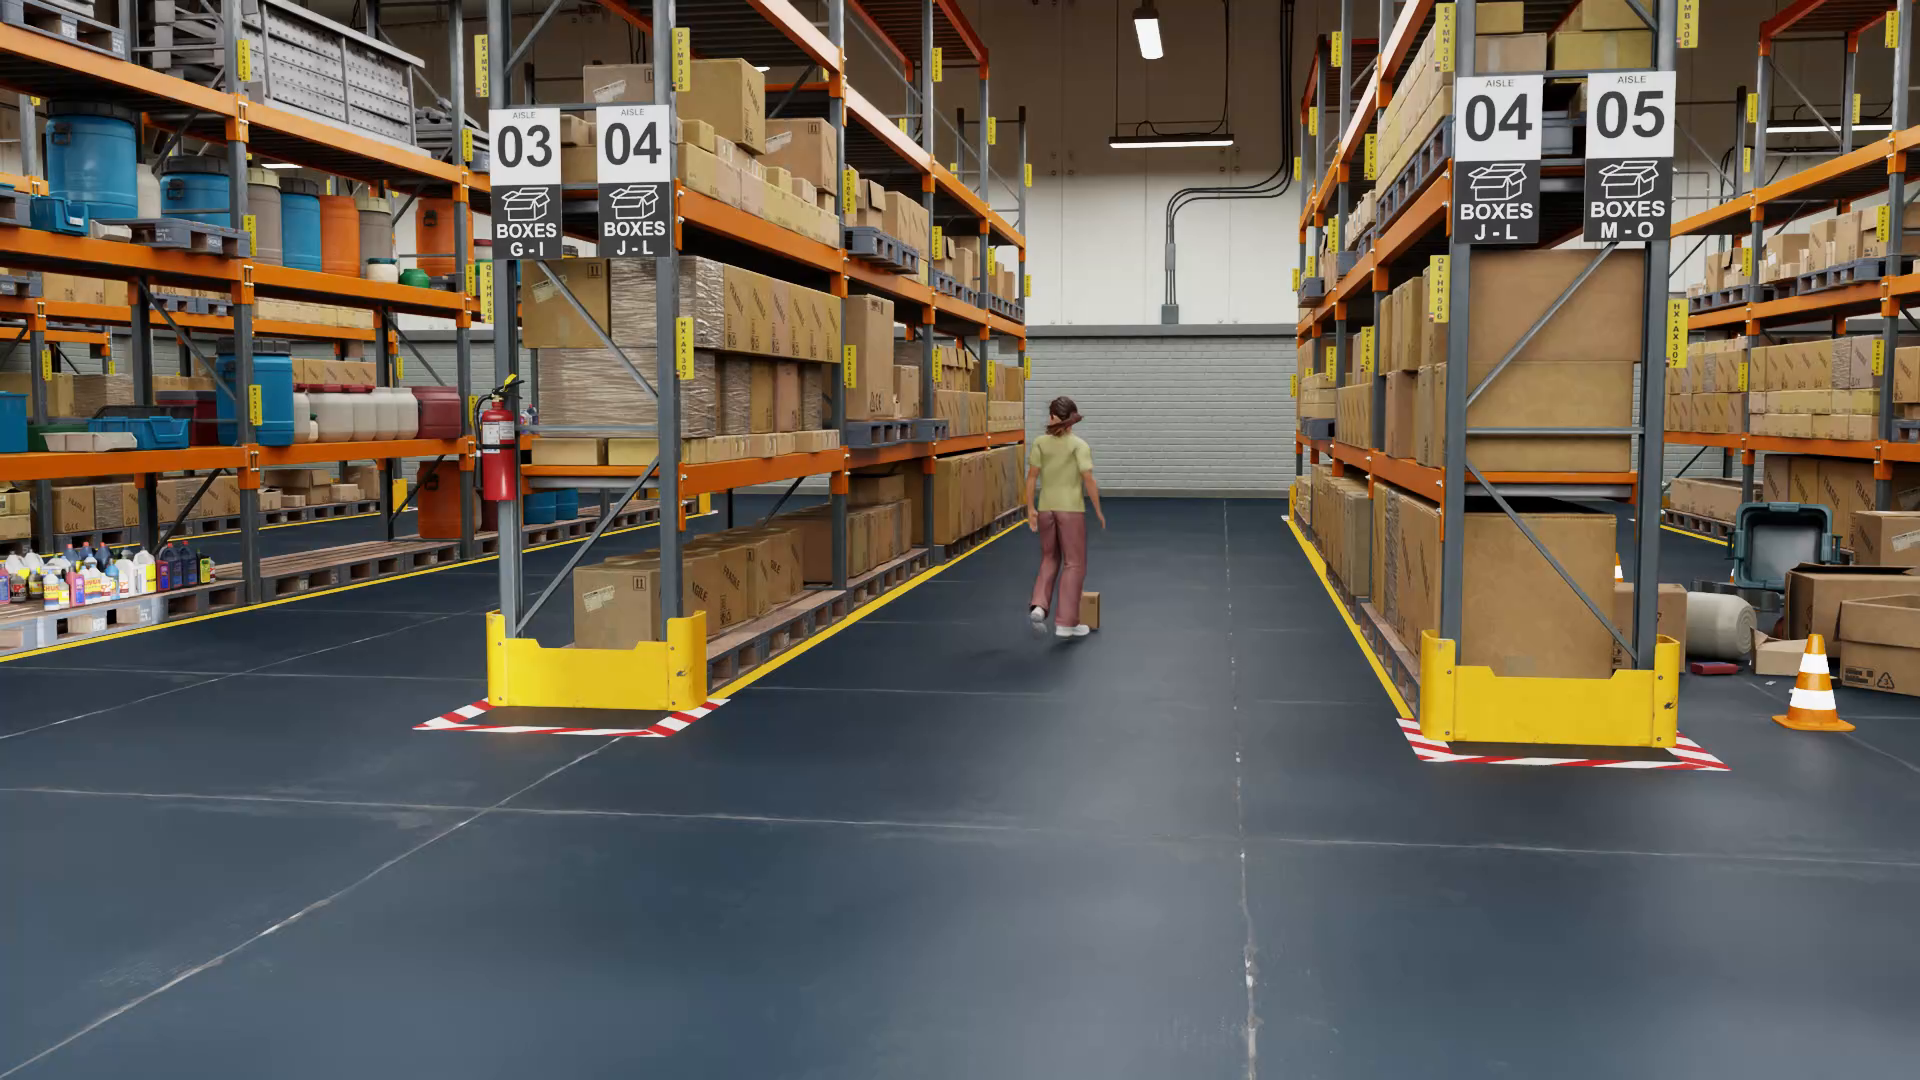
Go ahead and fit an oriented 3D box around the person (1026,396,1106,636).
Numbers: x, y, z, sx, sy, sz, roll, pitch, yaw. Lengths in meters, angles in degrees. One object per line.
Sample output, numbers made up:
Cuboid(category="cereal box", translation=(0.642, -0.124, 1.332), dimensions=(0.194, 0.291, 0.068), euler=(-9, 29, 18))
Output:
Cuboid(category="person", translation=(0.729, -0.158, 11.603), dimensions=(0.510, 1.686, 0.402), euler=(3, 6, 36))
